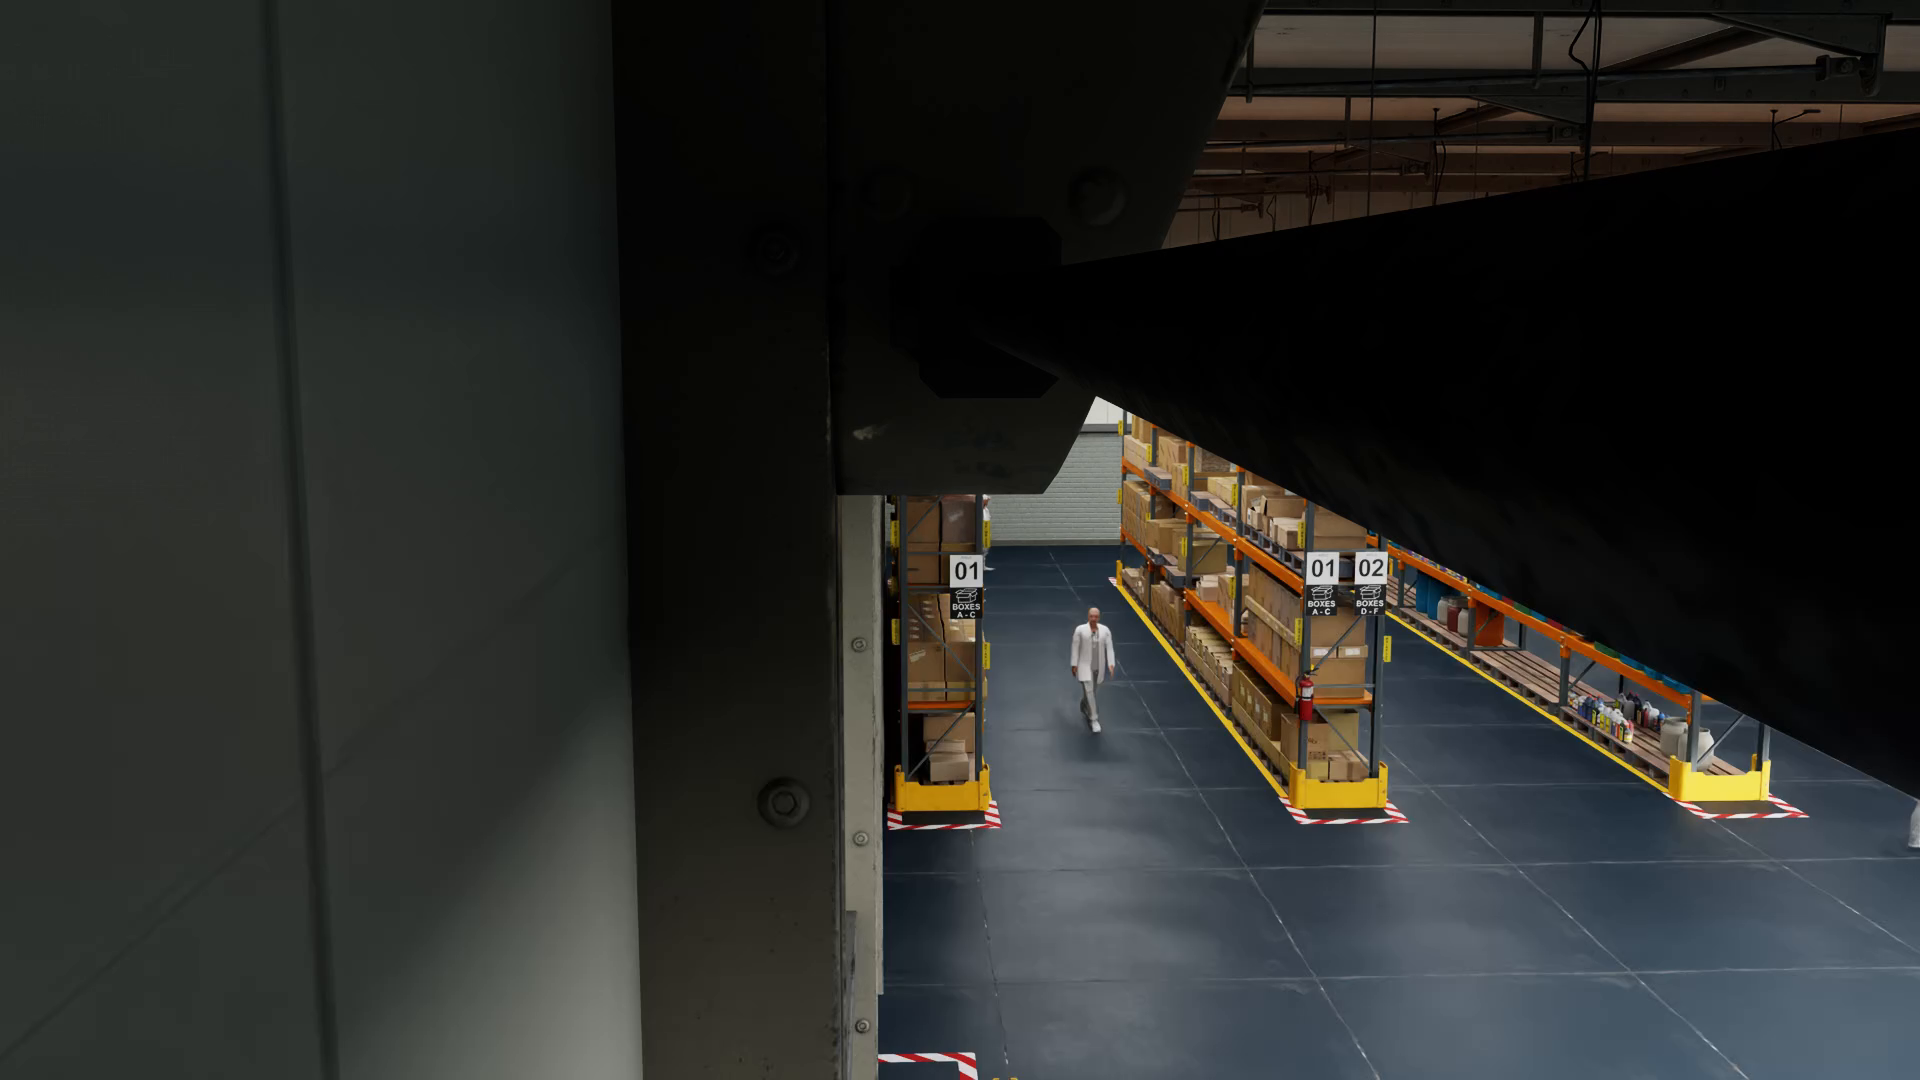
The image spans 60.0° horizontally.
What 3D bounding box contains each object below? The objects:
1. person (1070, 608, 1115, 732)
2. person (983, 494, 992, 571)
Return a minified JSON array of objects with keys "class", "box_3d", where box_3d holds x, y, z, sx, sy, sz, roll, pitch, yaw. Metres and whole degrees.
[{"class":"person","box_3d":[1.957,1.856,24.460,0.589,1.718,1.140,-3,9,-18]},{"class":"person","box_3d":[0.469,-0.163,37.978,0.507,1.786,0.614,3,9,17]}]
